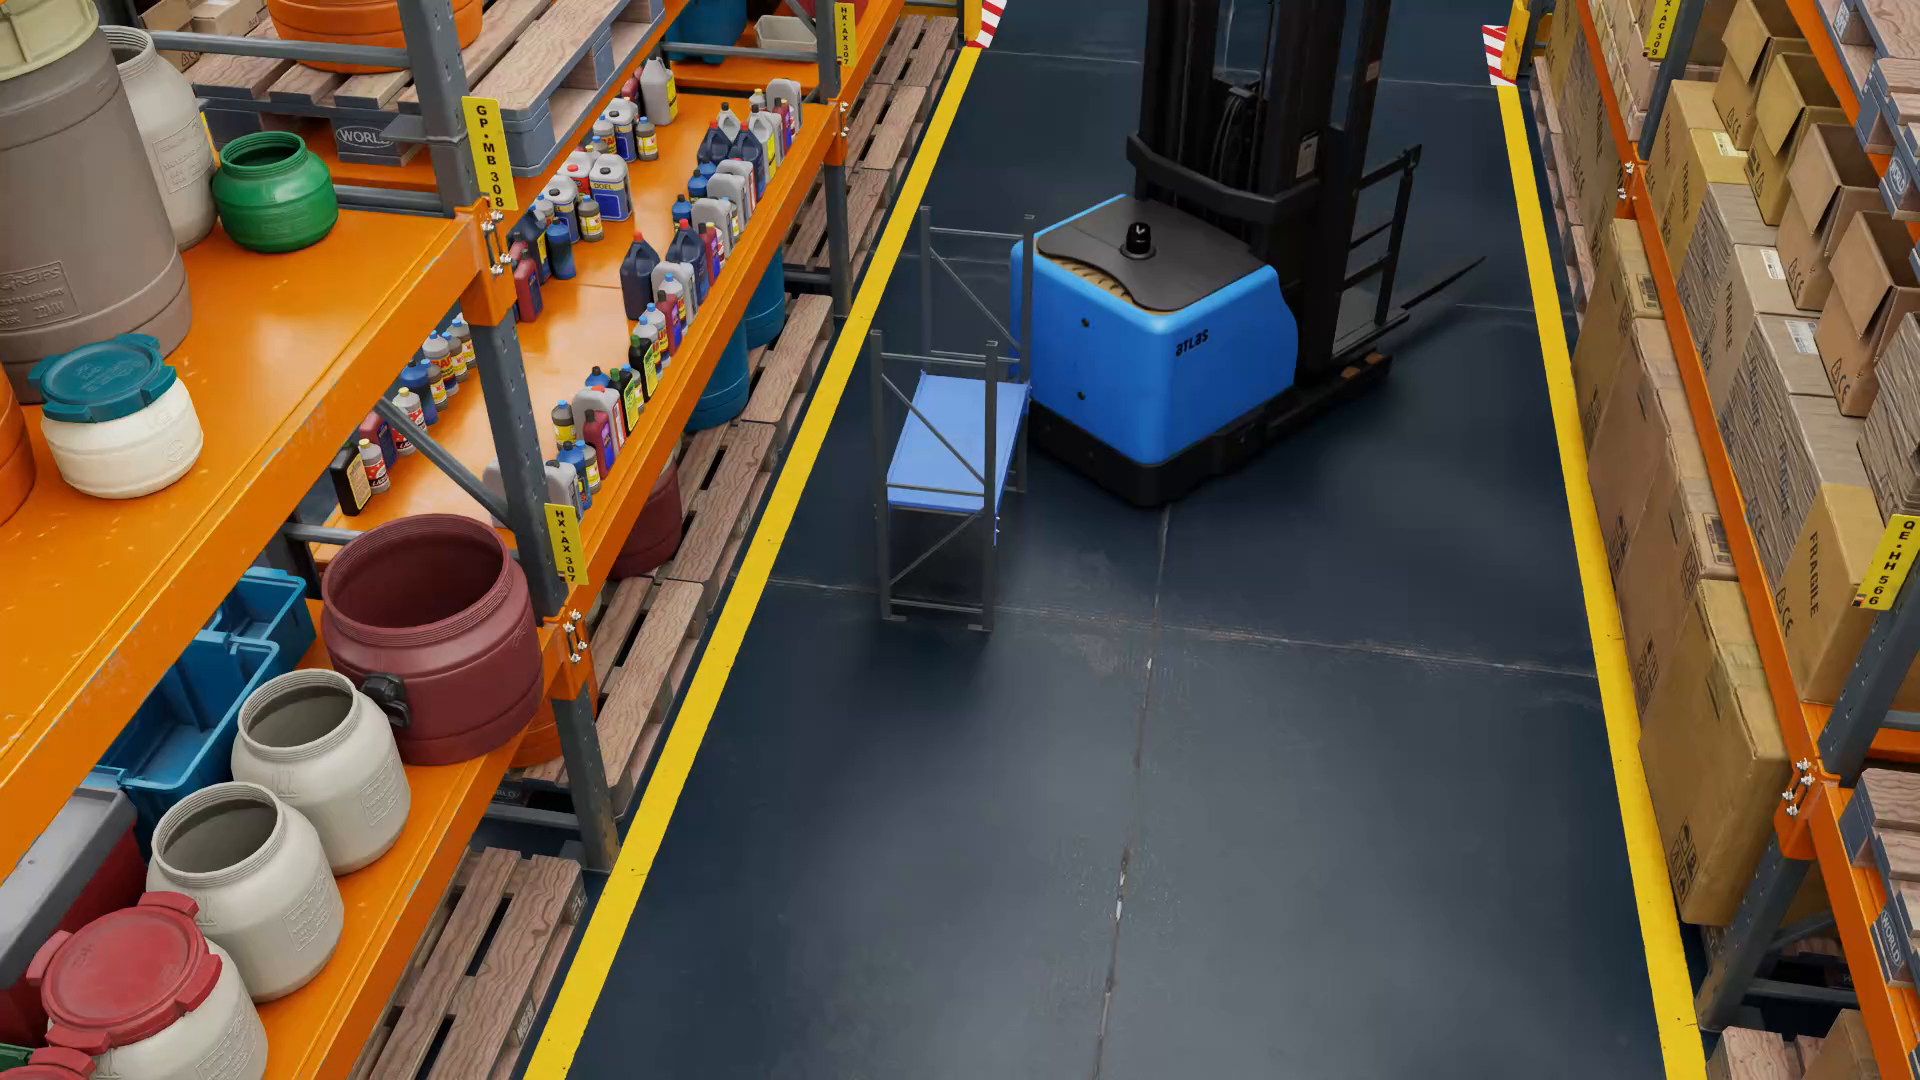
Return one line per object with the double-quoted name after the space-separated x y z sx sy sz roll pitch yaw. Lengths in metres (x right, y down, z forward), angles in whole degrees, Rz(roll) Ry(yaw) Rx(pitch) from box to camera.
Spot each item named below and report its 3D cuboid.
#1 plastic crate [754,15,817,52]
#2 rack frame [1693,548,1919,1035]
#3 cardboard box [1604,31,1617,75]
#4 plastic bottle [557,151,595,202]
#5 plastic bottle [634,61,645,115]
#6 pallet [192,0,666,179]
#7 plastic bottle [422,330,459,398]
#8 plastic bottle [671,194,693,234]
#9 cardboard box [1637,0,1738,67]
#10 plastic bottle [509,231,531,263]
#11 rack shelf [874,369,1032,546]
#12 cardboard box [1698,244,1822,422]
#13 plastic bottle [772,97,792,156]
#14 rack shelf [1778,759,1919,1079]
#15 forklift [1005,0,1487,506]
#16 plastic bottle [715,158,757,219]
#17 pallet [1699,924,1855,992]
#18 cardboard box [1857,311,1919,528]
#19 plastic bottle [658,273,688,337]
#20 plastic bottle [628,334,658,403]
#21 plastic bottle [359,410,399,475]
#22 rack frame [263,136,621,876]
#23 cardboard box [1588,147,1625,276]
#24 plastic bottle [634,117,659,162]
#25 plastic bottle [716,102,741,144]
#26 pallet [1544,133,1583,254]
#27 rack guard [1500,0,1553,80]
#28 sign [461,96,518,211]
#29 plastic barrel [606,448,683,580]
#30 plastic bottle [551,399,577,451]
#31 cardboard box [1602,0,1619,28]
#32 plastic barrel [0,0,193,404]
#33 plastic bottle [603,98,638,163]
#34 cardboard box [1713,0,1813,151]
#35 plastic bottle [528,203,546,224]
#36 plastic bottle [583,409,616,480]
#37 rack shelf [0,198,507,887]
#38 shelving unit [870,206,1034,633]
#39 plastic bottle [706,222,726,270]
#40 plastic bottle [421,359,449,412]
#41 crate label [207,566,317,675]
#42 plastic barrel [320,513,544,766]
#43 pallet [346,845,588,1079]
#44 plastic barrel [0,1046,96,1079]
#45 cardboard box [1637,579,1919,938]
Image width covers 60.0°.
-0.894 -2.686 8.901 0.396 0.136 0.243 6 40 8 "plastic crate"
3.071 0.569 4.805 1.000 3.000 0.127 6 40 8 "rack frame"
3.627 -2.556 8.782 0.380 0.149 0.250 7 40 9 "cardboard box"
-1.731 -1.610 7.538 0.152 0.276 0.135 6 40 8 "plastic bottle"
-1.599 -2.260 8.317 0.061 0.283 0.133 6 40 8 "plastic bottle"
-1.578 -1.530 5.137 1.003 0.211 1.213 6 40 8 "pallet"
-2.012 -0.688 6.426 0.097 0.271 0.097 0 40 0 "plastic bottle"
-1.205 -1.381 7.265 0.097 0.271 0.097 0 40 0 "plastic bottle"
3.579 -2.605 7.940 0.500 0.500 0.500 7 40 9 "cardboard box"
-1.845 -1.144 6.968 0.061 0.283 0.133 6 40 8 "plastic bottle"
-0.015 -0.386 7.419 0.538 0.185 1.000 6 40 8 "rack shelf"
3.180 -0.764 6.339 0.500 0.500 0.500 7 40 9 "cardboard box"
-0.860 -2.010 8.015 0.061 0.283 0.133 6 40 8 "plastic bottle"
2.725 2.101 3.516 1.077 0.370 4.000 6 40 8 "rack shelf"
1.656 -2.101 8.087 3.031 2.935 1.130 -30 48 -31 "forklift"
-1.015 -1.611 7.539 0.152 0.276 0.135 6 40 8 "plastic bottle"
3.282 1.157 6.282 1.003 0.211 1.213 6 40 8 "pallet"
3.214 -0.313 5.006 0.797 0.503 0.637 8 40 9 "cardboard box"
-1.167 -0.958 6.753 0.097 0.271 0.097 0 40 0 "plastic bottle"
-1.226 -0.683 6.410 0.061 0.283 0.133 6 40 8 "plastic bottle"
-2.117 -0.378 6.042 0.061 0.283 0.133 6 40 8 "plastic bottle"
-1.807 0.023 5.465 1.000 3.000 0.127 6 40 8 "rack frame"
3.956 -1.690 8.875 0.875 0.875 0.875 6 40 8 "cardboard box"
-1.508 -1.931 7.984 0.097 0.201 0.097 0 40 0 "plastic bottle"
-1.094 -1.872 7.795 0.144 0.351 0.185 6 40 8 "plastic bottle"
4.181 -2.103 10.225 1.003 0.211 1.213 6 40 8 "pallet"
4.460 -3.504 11.692 1.175 0.500 0.348 6 40 8 "rack guard"
-1.264 -1.037 4.475 0.100 0.325 0.005 6 40 8 "sign"
-1.544 -0.227 7.331 0.600 0.588 0.708 6 40 8 "plastic barrel"
-1.460 -0.429 6.168 0.097 0.201 0.097 0 40 0 "plastic bottle"
3.757 -2.950 8.945 0.500 0.250 0.500 7 40 9 "cardboard box"
-2.163 -0.835 3.755 0.600 0.901 0.600 0 40 0 "plastic barrel"
-1.634 -1.962 7.963 0.152 0.276 0.135 6 40 8 "plastic bottle"
3.661 -1.965 7.004 0.797 0.503 0.637 5 40 7 "cardboard box"
-1.835 -1.332 7.205 0.097 0.271 0.097 0 40 0 "plastic bottle"
-1.312 -0.370 6.031 0.061 0.283 0.133 6 40 8 "plastic bottle"
-2.153 0.399 3.221 1.077 0.370 4.000 6 40 8 "rack shelf"
-0.015 -0.524 7.304 0.538 1.500 1.048 6 40 8 "shelving unit"
-1.072 -1.277 7.193 0.097 0.201 0.097 0 40 0 "plastic bottle"
-2.029 -0.600 6.375 0.097 0.201 0.097 0 40 0 "plastic bottle"
-2.249 0.310 5.249 0.303 0.233 0.416 6 40 8 "crate label"
-1.589 0.295 5.029 0.600 0.536 0.708 6 40 8 "plastic barrel"
-1.979 1.579 5.771 1.003 0.211 1.213 6 40 8 "pallet"
-1.991 1.444 3.640 0.433 0.535 0.433 0 40 0 "plastic barrel"
3.211 0.795 5.869 1.225 0.875 0.875 5 40 6 "cardboard box"
